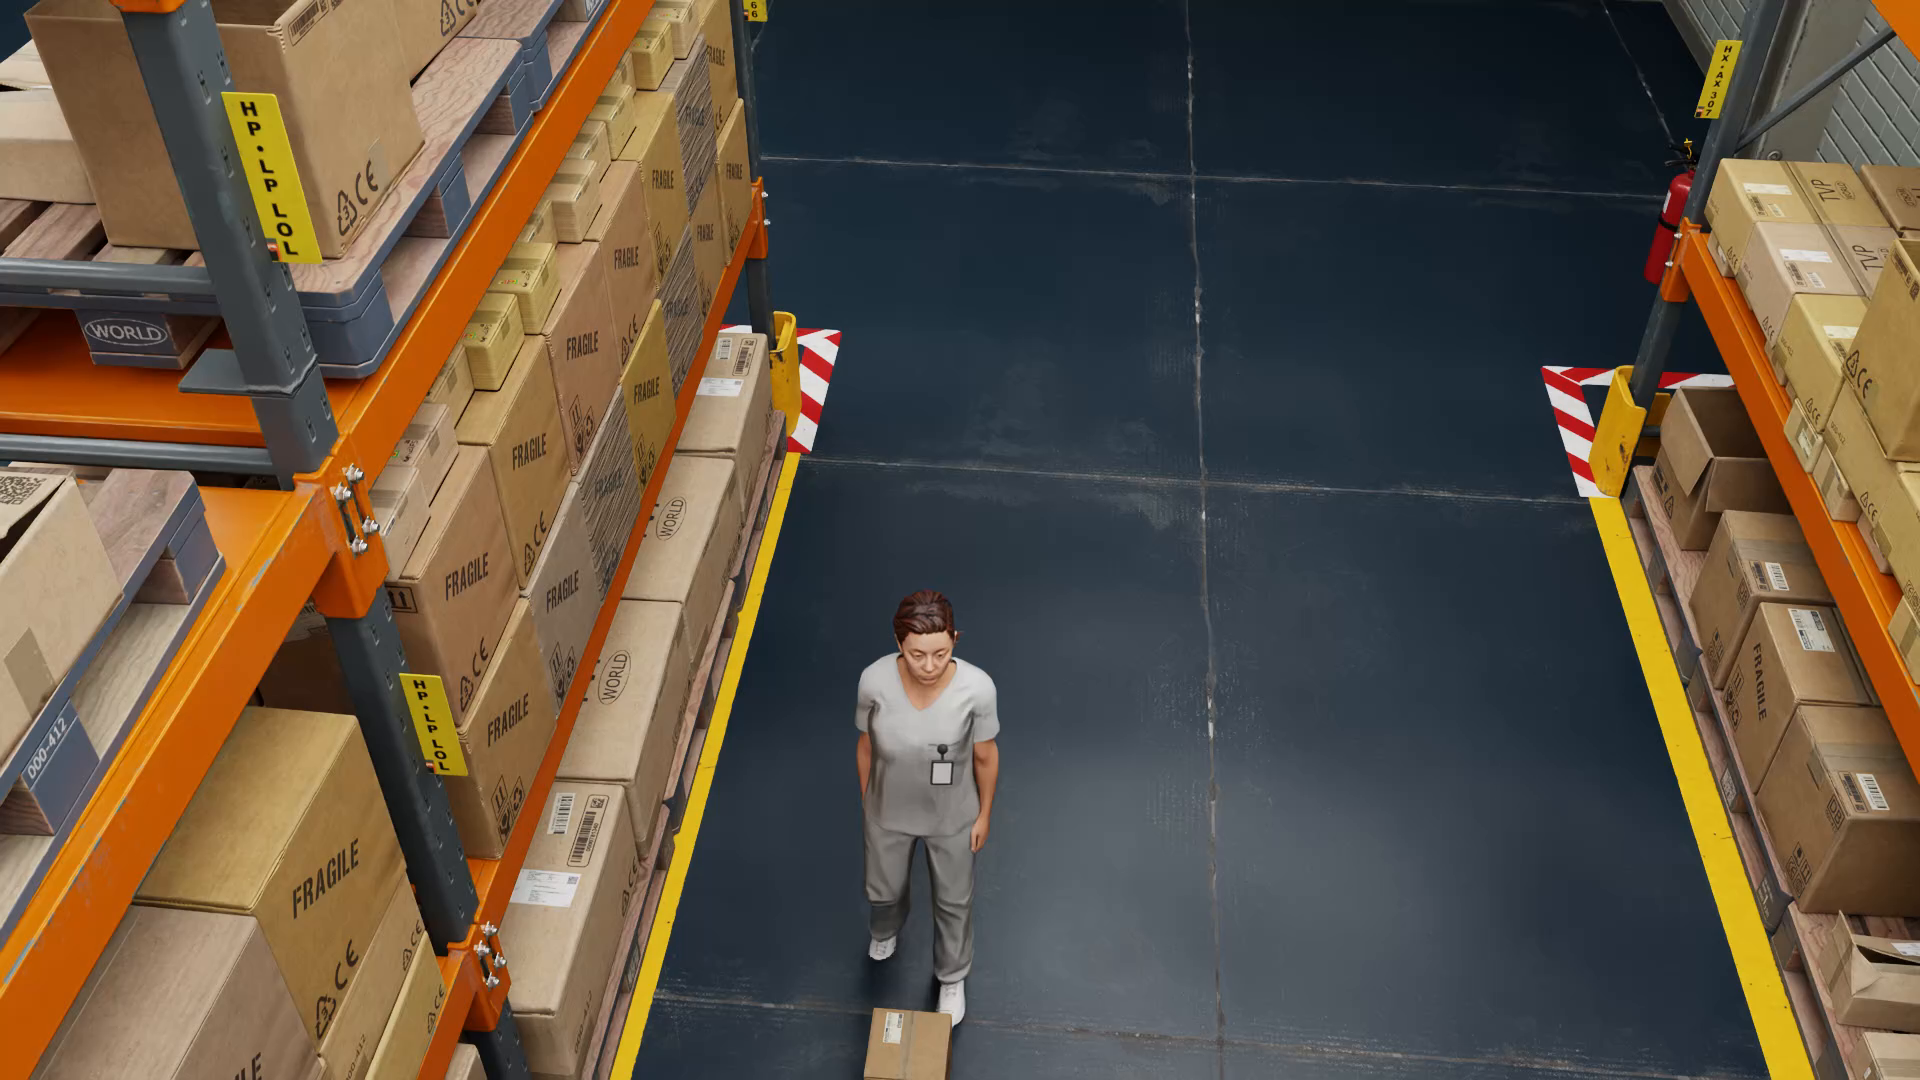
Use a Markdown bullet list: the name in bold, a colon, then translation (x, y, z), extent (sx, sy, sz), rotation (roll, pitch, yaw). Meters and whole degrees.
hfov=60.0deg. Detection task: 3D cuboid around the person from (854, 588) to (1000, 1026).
- **person**: translation (-0.107, 0.862, 5.195), extent (0.446, 1.747, 0.478), rotation (4, 40, 5)
